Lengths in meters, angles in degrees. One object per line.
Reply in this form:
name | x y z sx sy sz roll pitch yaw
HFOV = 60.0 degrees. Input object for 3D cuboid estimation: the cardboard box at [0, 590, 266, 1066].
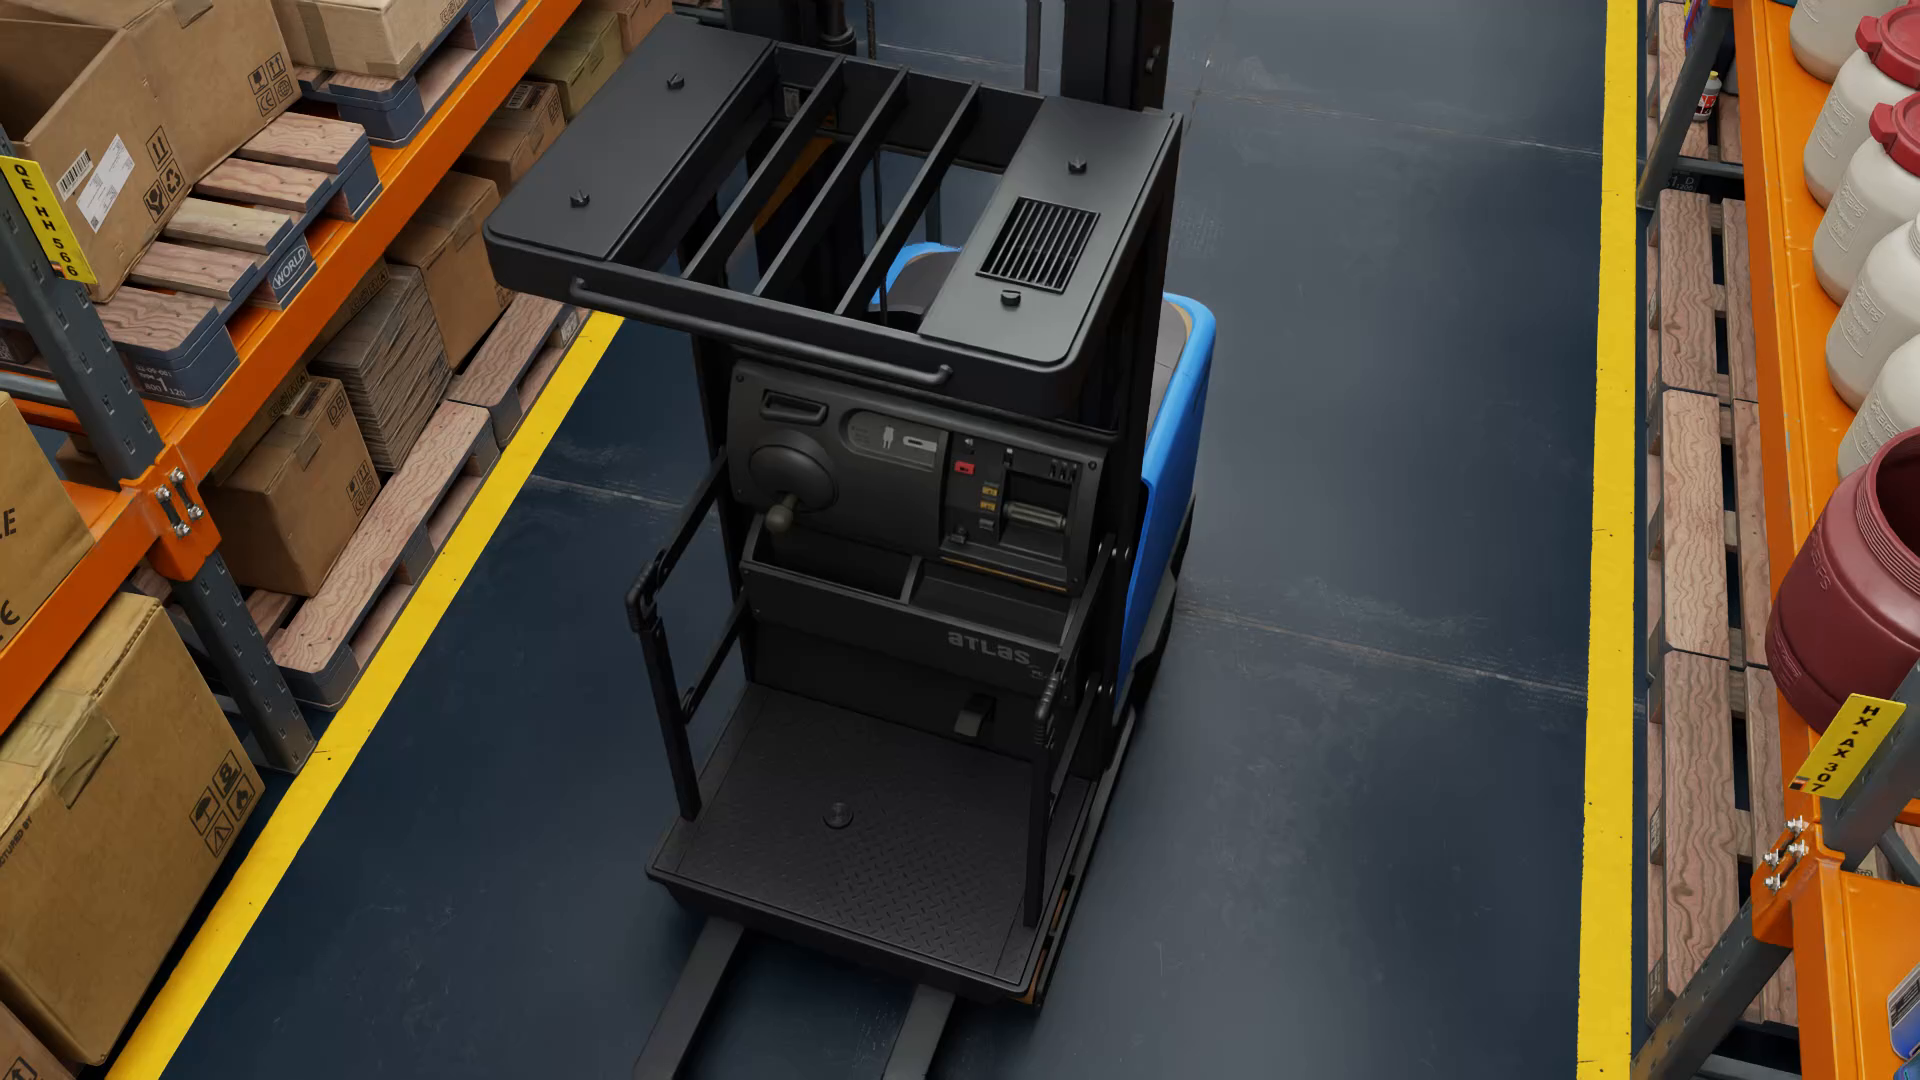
cardboard box | -2.702 0.650 4.313 1.225 0.875 0.875 9 49 8

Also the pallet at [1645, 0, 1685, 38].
pallet | 3.867 -2.765 8.050 1.003 0.211 1.213 12 50 10

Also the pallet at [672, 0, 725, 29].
pallet | -1.305 -2.873 8.145 1.003 0.211 1.213 12 50 10

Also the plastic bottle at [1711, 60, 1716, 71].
plastic bottle | 3.139 -1.985 7.020 0.061 0.283 0.133 14 50 12

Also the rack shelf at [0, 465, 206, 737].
rack shelf | -3.027 1.275 3.104 1.077 0.370 4.000 12 50 10

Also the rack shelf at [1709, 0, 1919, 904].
rack shelf | 2.804 -0.641 4.795 1.077 0.370 4.000 12 50 10

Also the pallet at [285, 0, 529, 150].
pallet | -2.019 -1.786 5.454 1.003 0.211 1.213 12 50 10

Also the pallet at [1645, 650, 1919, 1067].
pallet | 2.519 0.938 4.781 1.003 0.211 1.213 12 50 10

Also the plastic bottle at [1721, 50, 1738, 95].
plastic bottle | 3.361 -2.089 7.066 0.144 0.351 0.185 12 50 10

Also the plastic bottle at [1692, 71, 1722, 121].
plastic bottle | 3.126 -1.869 6.972 0.097 0.201 0.097 0 49 0

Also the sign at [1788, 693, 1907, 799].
sign | 1.745 0.410 3.278 0.100 0.325 0.005 12 50 10

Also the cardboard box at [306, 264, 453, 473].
cardboard box | -2.210 -0.620 5.671 0.700 0.500 0.500 8 49 7

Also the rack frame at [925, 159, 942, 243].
rack frame | 0.135 -0.722 5.387 0.500 1.500 0.032 15 50 13

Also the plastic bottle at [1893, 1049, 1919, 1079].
plastic bottle | 1.795 0.938 3.007 0.097 0.271 0.097 0 49 0

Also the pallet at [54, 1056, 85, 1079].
pallet | -2.781 1.069 4.666 1.003 0.211 1.213 12 50 10

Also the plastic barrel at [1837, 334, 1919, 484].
plastic barrel | 2.343 -0.255 3.900 0.421 0.512 0.421 0 49 0

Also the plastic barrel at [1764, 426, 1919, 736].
plastic barrel | 2.108 0.127 3.546 0.600 0.536 0.708 12 50 10

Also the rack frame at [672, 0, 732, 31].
rack frame | -1.448 -3.303 6.664 1.000 3.000 0.127 12 50 10

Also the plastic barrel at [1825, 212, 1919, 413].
plastic barrel | 2.453 -0.560 4.169 0.421 0.512 0.421 0 49 0

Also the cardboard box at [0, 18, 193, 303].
cardboard box | -2.397 -0.980 4.268 0.500 0.500 0.500 6 49 5

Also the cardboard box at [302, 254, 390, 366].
cardboard box | -2.223 -0.852 5.375 0.500 0.250 0.500 17 51 14

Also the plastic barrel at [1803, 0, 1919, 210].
plastic barrel | 2.674 -1.191 4.710 0.433 0.535 0.433 0 49 0

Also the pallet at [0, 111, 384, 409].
pallet | -2.416 -0.883 4.656 1.213 0.211 1.003 12 50 10

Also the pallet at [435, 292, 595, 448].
pallet | -1.970 -0.931 6.431 1.003 0.211 1.213 12 50 10

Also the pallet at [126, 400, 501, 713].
pallet | -2.293 -0.052 5.655 1.003 0.211 1.213 12 50 10

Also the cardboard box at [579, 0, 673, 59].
cardboard box | -1.630 -2.181 7.048 0.700 0.500 0.500 8 49 7

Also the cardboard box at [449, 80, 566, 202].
cardboard box | -1.921 -1.435 6.390 0.700 0.500 0.500 8 49 7

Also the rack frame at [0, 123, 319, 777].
rack frame | -2.500 -0.410 4.111 1.000 3.000 0.127 12 50 10

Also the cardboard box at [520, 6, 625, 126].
cardboard box | -1.774 -1.840 6.747 0.700 0.500 0.500 11 50 10

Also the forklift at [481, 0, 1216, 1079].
forklift | -0.189 -0.043 3.833 1.130 2.935 3.031 15 50 13

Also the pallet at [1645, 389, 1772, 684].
pallet | 2.842 0.058 5.558 1.003 0.211 1.213 12 50 10

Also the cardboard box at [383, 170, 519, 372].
cardboard box | -2.067 -1.032 6.034 0.700 0.500 0.500 15 50 13

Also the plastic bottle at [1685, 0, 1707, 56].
plastic bottle | 3.273 -2.256 7.214 0.144 0.351 0.185 9 49 8

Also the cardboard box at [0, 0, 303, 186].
cardboard box | -2.346 -1.404 4.641 0.700 0.500 0.500 18 51 16

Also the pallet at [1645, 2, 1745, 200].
pallet | 3.548 -1.880 7.269 1.003 0.211 1.213 12 50 10

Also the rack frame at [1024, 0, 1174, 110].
rack frame | 0.470 -1.441 6.022 0.500 1.500 0.032 15 50 13

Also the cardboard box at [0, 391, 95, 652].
cardboard box | -2.391 -0.037 3.715 0.500 0.500 0.500 13 50 11

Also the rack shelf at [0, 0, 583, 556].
rack shelf | -1.974 -1.618 5.657 1.077 0.370 4.000 12 50 10

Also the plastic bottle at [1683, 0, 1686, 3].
plastic bottle | 3.404 -2.582 7.551 0.152 0.276 0.135 12 50 11

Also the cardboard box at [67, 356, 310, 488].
cardboard box | -2.353 -0.467 5.035 0.500 0.250 0.500 13 50 12

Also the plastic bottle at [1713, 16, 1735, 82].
plastic bottle | 3.222 -2.117 7.091 0.144 0.351 0.185 10 49 9

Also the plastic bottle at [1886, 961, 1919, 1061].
plastic bottle | 1.852 0.858 3.075 0.152 0.276 0.135 12 50 10

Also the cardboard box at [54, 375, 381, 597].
cardboard box | -2.343 -0.217 5.314 0.700 0.500 0.500 9 49 8

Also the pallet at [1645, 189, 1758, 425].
pallet | 3.161 -0.827 6.339 1.003 0.211 1.213 12 50 10

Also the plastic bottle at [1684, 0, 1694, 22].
plastic bottle | 3.358 -2.490 7.420 0.144 0.351 0.185 11 50 10

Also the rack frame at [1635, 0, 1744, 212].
rack frame | 3.331 -2.325 5.802 1.000 3.000 0.127 12 50 10

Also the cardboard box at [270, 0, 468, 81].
cardboard box | -1.837 -1.666 5.039 0.500 0.250 0.500 10 49 9

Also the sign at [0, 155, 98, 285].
sign | -1.964 -0.686 3.582 0.100 0.325 0.005 12 50 10

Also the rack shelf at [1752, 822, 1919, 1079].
rack shelf | 1.751 2.253 2.241 1.077 0.370 4.000 12 50 10

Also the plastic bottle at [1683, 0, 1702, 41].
plastic bottle | 3.275 -2.360 7.350 0.061 0.283 0.133 15 50 13

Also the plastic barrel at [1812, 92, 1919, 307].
plastic barrel | 2.560 -0.878 4.434 0.433 0.535 0.433 0 49 0

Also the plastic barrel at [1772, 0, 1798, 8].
plastic barrel | 2.937 -2.272 5.420 0.600 0.901 0.708 12 50 10

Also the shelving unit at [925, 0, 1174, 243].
shelving unit | 0.299 -1.075 5.698 0.587 1.500 1.083 15 50 13

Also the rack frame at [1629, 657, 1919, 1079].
rack frame | 2.278 0.568 3.248 1.000 3.000 0.127 12 50 10

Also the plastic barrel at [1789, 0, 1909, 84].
plastic barrel | 2.867 -1.722 5.178 0.433 0.535 0.433 0 49 0
